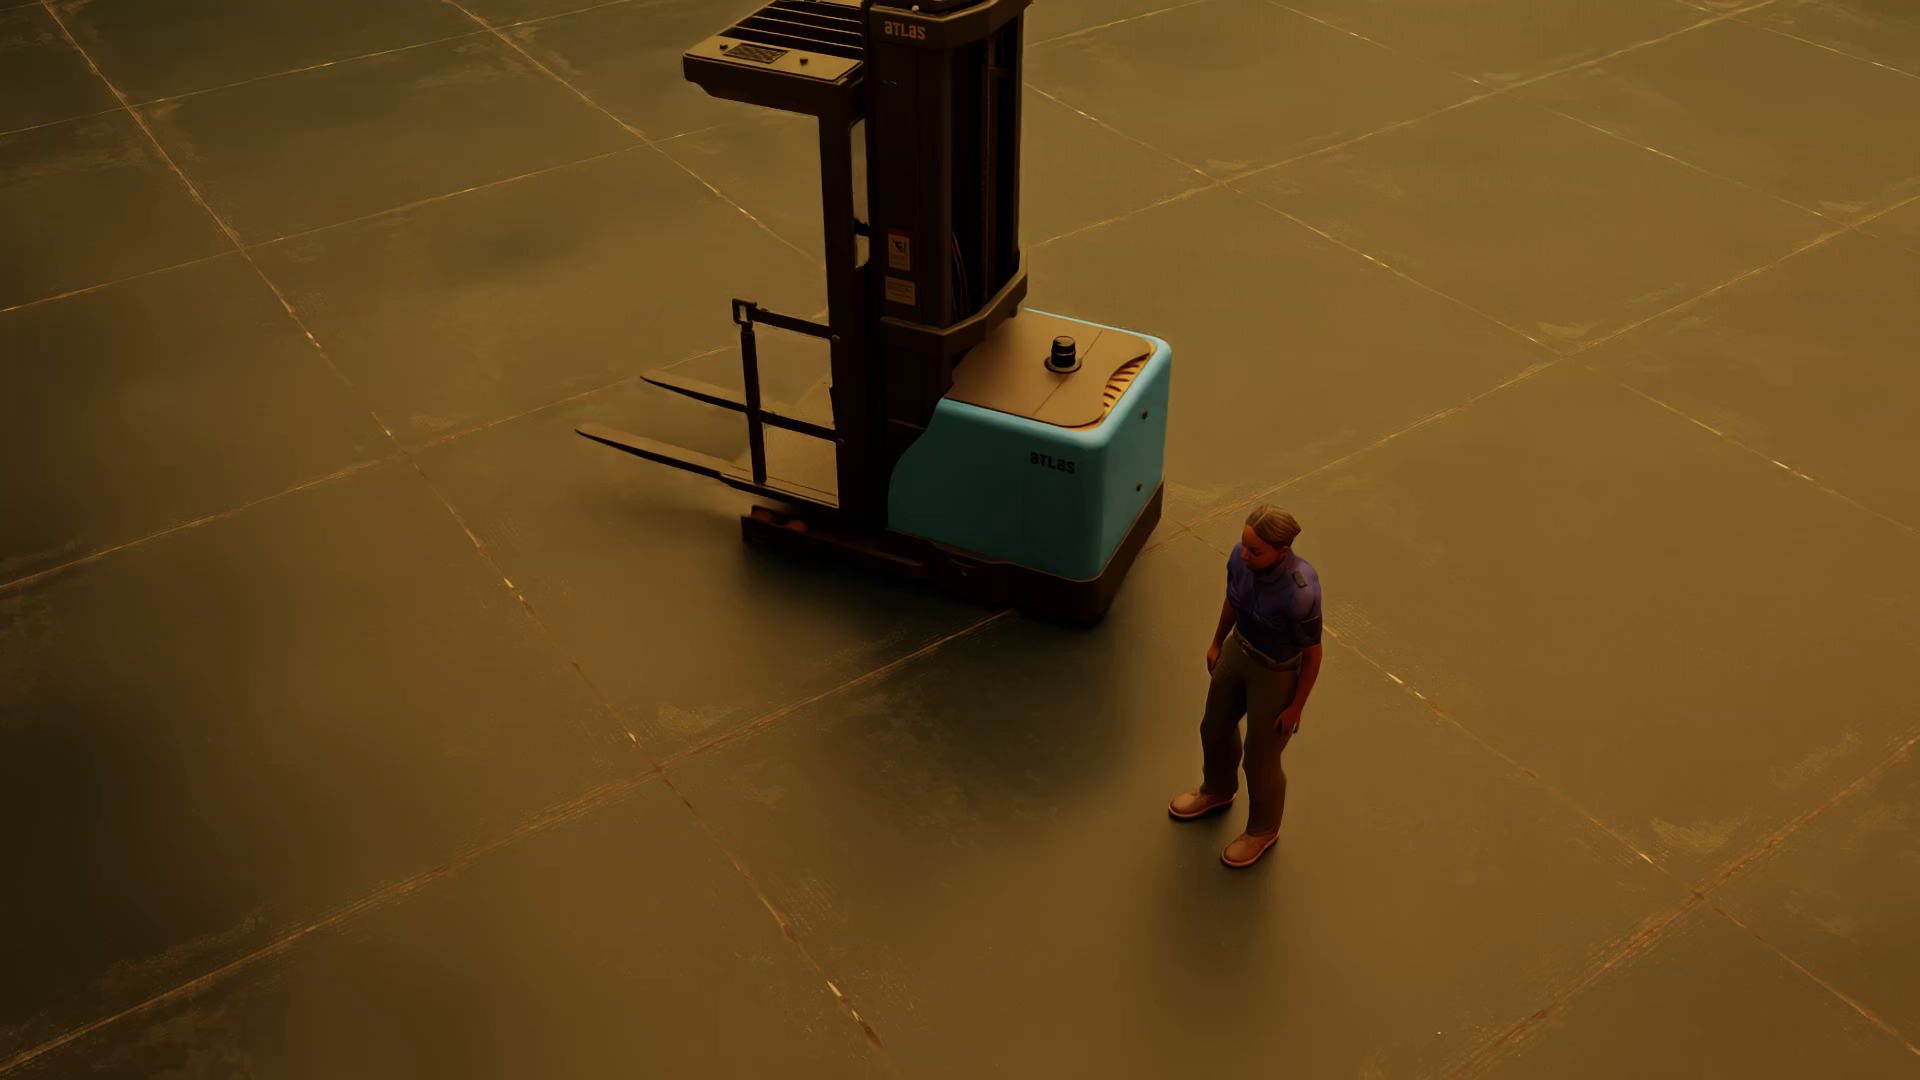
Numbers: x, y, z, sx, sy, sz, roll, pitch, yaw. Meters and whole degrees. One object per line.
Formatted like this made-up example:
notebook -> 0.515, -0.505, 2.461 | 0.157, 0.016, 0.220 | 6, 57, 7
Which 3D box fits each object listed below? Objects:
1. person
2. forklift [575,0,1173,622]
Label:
person -> 1.125, 0.518, 6.320 | 0.352, 1.653, 0.507 | -21, 41, -26
forklift -> -0.534, -1.381, 7.812 | 3.031, 2.935, 1.130 | 16, 39, 20
